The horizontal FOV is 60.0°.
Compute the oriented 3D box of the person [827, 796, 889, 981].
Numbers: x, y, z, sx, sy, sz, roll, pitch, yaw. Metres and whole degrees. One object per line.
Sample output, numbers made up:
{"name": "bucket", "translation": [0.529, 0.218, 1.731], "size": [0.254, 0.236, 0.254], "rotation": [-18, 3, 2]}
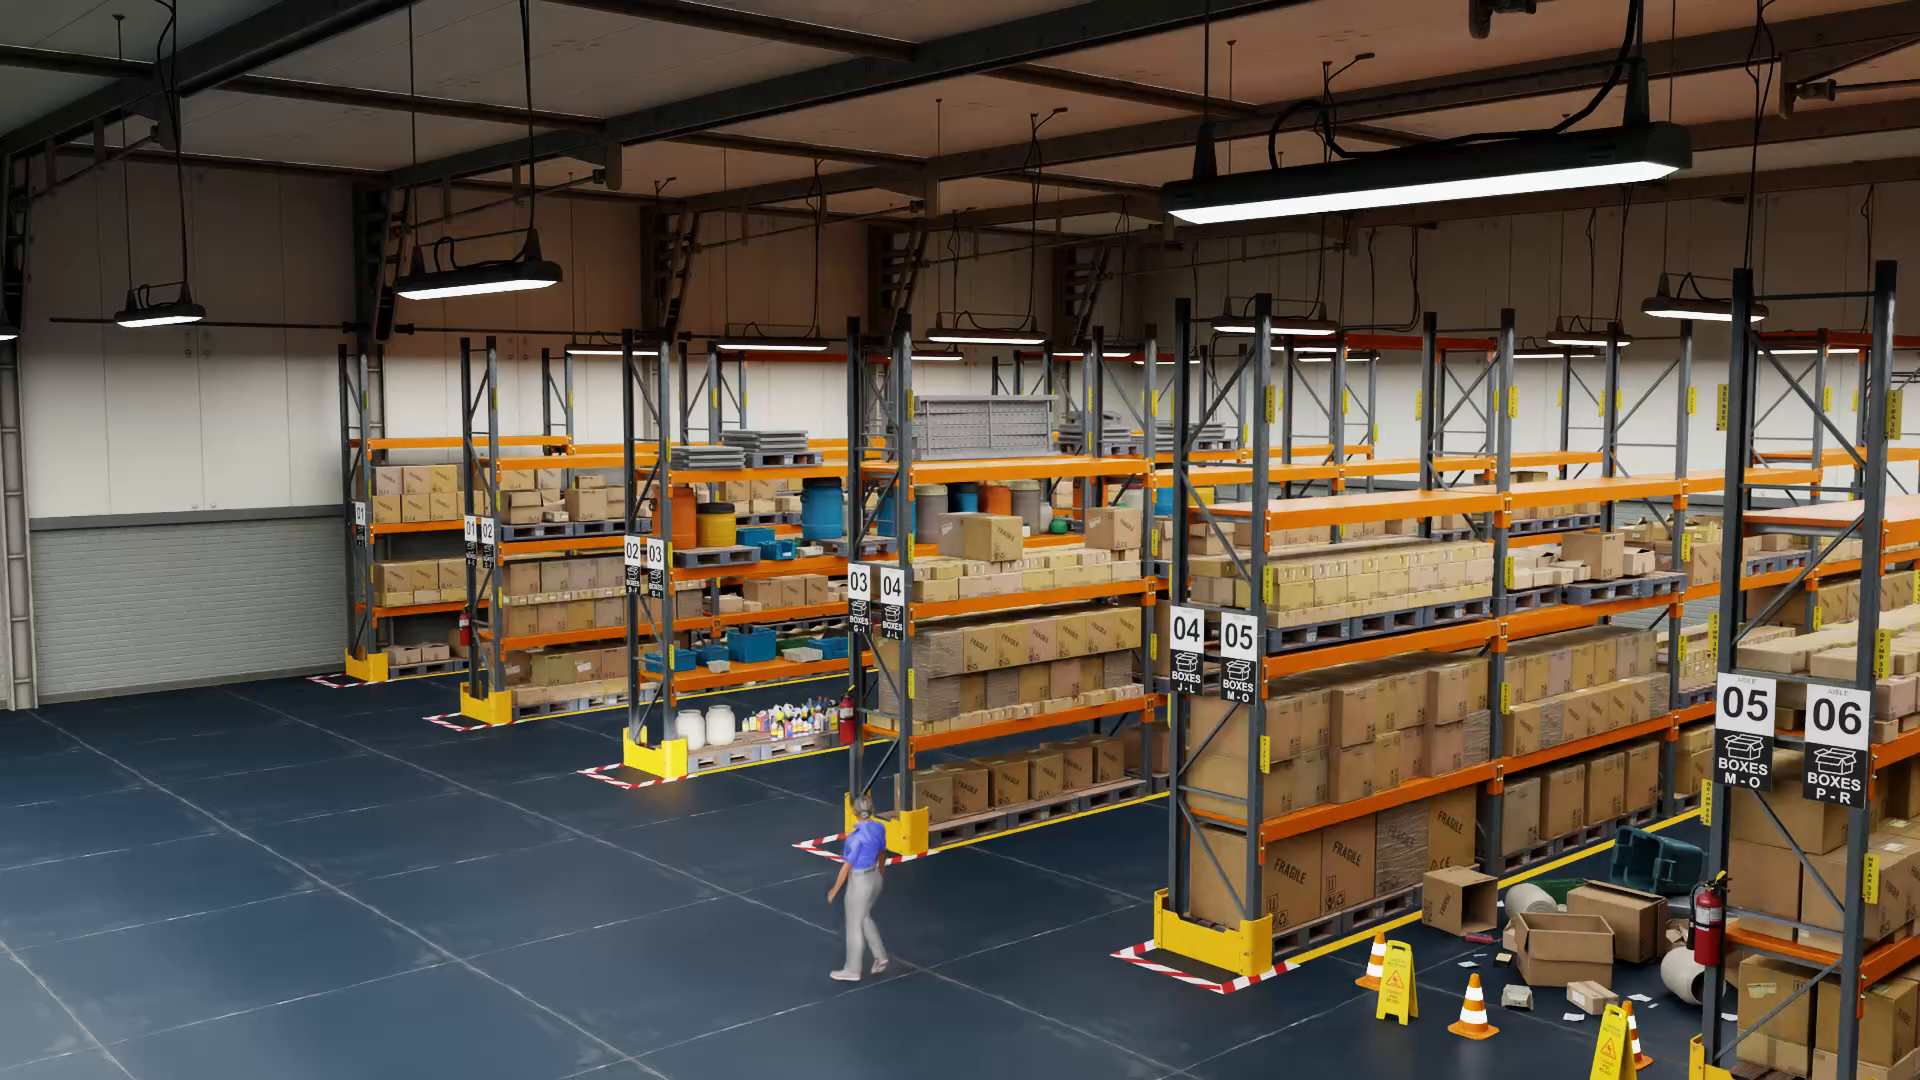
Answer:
{"name": "person", "translation": [-0.889, 3.046, 14.588], "size": [0.481, 1.673, 0.529], "rotation": [3, 6, 26]}

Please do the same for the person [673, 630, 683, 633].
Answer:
{"name": "person", "translation": [-5.197, 1.519, 30.693], "size": [0.558, 1.766, 0.521], "rotation": [-1, 5, -8]}
